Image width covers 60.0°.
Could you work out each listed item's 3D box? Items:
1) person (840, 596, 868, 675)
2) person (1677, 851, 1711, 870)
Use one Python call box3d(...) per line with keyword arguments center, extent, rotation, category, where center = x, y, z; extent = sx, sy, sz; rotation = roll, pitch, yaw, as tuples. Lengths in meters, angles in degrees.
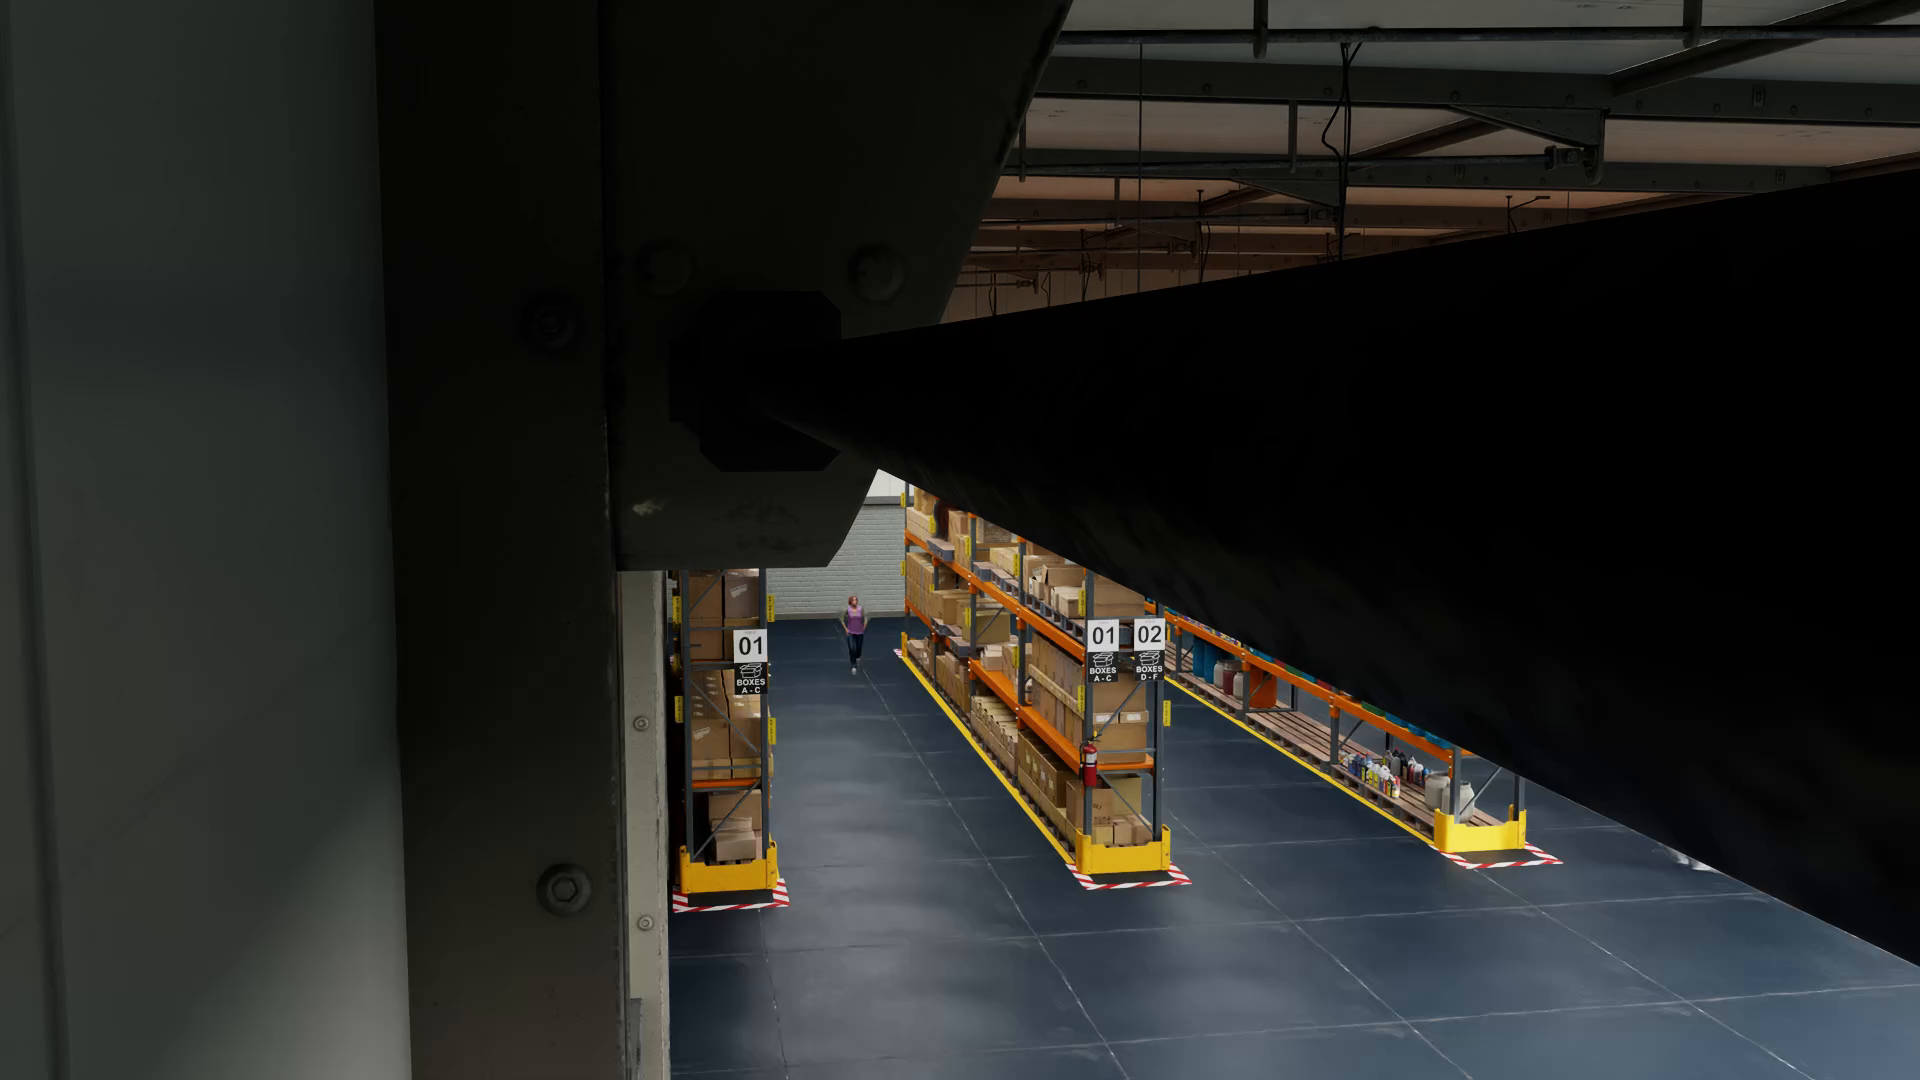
box3d(center=(-2.172, 1.919, 33.978), extent=(0.547, 1.580, 0.648), rotation=(-1, 6, -5), category="person")
box3d(center=(9.365, 3.331, 21.044), extent=(0.529, 1.707, 0.455), rotation=(5, 8, 38), category="person")
